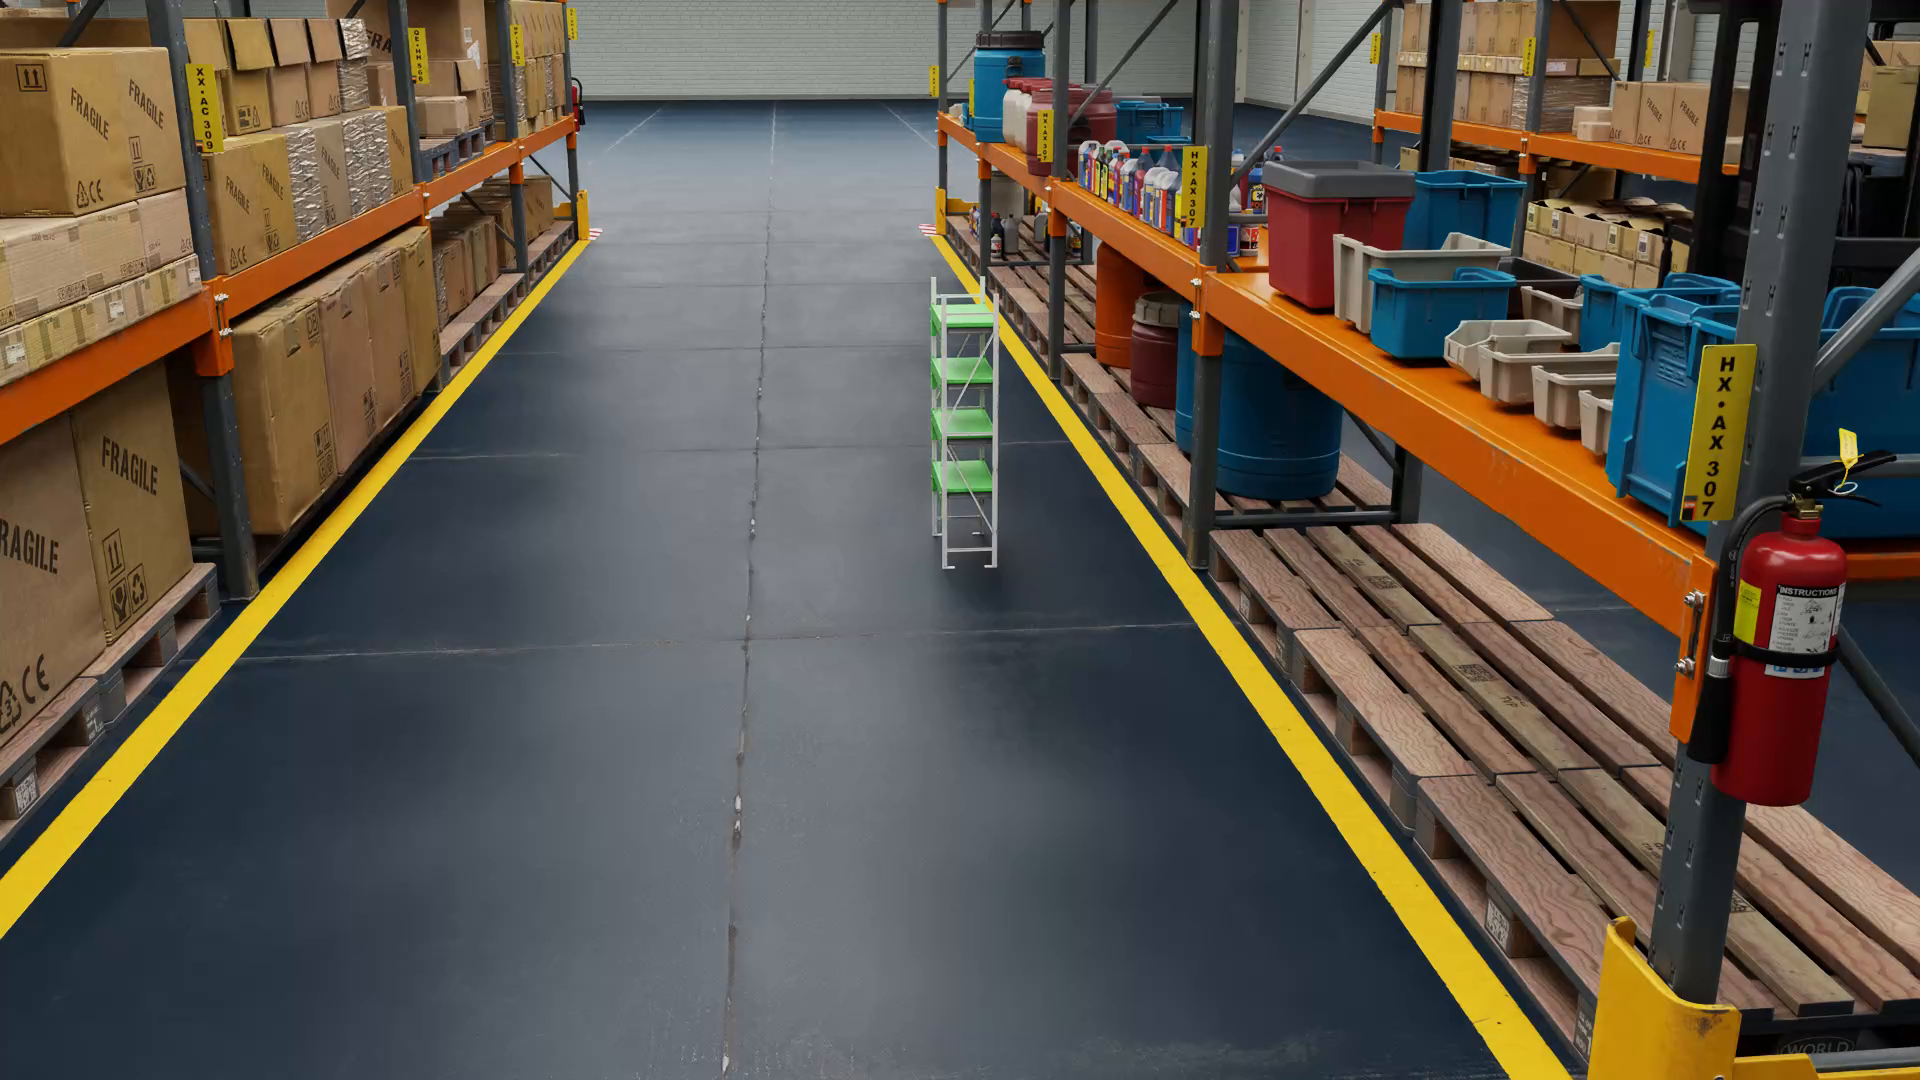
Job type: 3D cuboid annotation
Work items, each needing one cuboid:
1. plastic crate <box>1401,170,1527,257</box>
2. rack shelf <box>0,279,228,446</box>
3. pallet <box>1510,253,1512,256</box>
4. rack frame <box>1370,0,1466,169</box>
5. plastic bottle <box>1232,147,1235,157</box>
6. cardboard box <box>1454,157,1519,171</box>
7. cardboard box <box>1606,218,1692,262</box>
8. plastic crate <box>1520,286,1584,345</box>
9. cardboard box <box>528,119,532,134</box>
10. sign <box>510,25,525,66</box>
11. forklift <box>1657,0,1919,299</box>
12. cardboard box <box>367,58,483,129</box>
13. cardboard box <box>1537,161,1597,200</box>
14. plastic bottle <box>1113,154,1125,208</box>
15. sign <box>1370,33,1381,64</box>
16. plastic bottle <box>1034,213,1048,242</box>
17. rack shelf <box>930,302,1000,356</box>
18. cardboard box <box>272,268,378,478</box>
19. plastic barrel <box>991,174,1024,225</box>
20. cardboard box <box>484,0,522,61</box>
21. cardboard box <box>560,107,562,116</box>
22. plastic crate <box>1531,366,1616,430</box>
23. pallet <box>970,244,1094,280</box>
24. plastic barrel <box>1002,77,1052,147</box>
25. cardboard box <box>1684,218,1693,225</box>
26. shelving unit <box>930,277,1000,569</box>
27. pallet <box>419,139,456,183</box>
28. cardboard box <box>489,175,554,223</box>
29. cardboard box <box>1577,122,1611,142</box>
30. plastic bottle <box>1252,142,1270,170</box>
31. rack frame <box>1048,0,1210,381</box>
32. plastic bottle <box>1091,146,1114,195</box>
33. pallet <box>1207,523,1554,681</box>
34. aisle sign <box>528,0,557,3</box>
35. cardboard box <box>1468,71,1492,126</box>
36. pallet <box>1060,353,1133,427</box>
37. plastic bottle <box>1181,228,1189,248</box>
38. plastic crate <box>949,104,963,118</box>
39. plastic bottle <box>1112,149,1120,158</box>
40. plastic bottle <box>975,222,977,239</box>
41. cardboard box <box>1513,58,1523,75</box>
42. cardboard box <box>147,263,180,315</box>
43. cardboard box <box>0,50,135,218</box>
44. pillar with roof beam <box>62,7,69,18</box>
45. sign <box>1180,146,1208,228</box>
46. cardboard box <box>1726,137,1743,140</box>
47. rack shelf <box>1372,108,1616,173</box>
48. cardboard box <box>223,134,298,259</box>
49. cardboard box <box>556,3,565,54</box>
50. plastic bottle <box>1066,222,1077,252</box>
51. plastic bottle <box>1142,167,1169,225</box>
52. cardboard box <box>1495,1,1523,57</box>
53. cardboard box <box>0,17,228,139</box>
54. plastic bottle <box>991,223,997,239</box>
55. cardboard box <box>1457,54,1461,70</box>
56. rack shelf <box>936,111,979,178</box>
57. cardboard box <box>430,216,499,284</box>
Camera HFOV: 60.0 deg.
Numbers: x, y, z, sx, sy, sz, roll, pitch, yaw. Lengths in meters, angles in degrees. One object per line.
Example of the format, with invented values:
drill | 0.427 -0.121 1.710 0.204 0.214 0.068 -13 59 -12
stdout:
plastic crate | 1.891 -1.219 6.480 0.392 0.384 0.575 -2 18 -6
rack shelf | -3.217 -0.235 4.618 1.077 0.370 4.000 -2 18 -6
pallet | 5.565 -2.770 16.148 1.003 0.211 1.213 -2 18 -6
rack frame | 5.193 -5.054 18.768 1.000 3.000 0.127 -2 18 -6
plastic bottle | 1.595 -2.188 9.854 0.097 0.271 0.097 0 17 0
cardboard box | 5.245 -3.538 16.577 0.500 0.500 0.500 -2 18 -6
cardboard box | 5.561 -2.430 13.361 0.500 0.311 0.500 -1 17 -4
plastic crate | 1.982 -0.720 5.304 0.293 0.136 0.466 -2 18 -6
cardboard box | -4.072 -3.734 14.981 0.380 0.149 0.250 -2 18 -6
sign | -3.696 -4.128 13.885 0.100 0.325 0.005 -2 18 -6
forklift | 3.965 -1.590 7.849 1.130 2.935 3.031 2 18 6
cardboard box | -3.977 -3.293 12.286 0.797 0.503 0.637 0 17 0
cardboard box | 5.810 -3.405 16.153 0.500 0.500 0.500 -2 18 -6
plastic bottle | 0.888 -1.978 9.166 0.061 0.283 0.133 -2 18 -6
sign | 4.641 -5.490 18.577 0.100 0.325 0.005 -2 18 -6
plastic bottle | 0.800 -3.045 16.181 0.152 0.276 0.135 -2 18 -6
rack shelf | 0.017 -0.920 7.216 0.258 0.148 0.480 -2 18 -6
cardboard box | -3.602 -0.817 8.117 1.225 0.875 0.875 -2 18 -8
plastic barrel | 0.462 -3.573 17.501 0.421 0.512 0.421 0 17 0
cardboard box | -4.042 -4.366 14.243 0.500 0.500 0.500 -2 18 -6
cardboard box | -4.426 -4.551 17.584 0.380 0.149 0.250 -2 18 -6
plastic crate | 1.636 -0.362 4.163 0.396 0.136 0.243 -2 18 -6
pallet | 0.651 -2.581 15.547 1.003 0.211 1.213 -2 18 -6
plastic barrel | 0.559 -3.483 13.538 0.433 0.535 0.433 0 17 0
cardboard box | 6.090 -2.453 13.437 0.500 0.311 0.500 -2 18 -6
shelving unit | 0.017 -0.523 7.340 0.258 1.200 0.503 -2 18 -6
pallet | -4.015 -2.483 10.899 1.213 0.211 1.003 -2 18 -6
cardboard box | -4.613 -3.570 17.514 0.500 0.500 0.500 1 17 5
cardboard box | 5.494 -3.472 14.149 0.380 0.149 0.250 -2 18 -6
plastic bottle | 1.650 -1.999 9.118 0.144 0.351 0.185 -2 18 -6
rack frame | 1.091 -2.519 10.692 1.000 3.000 0.127 -2 18 -6
plastic bottle | 0.862 -2.183 9.829 0.152 0.276 0.135 -2 18 -6
pallet | 1.618 0.221 6.620 1.003 0.211 1.213 -2 18 -6
aisle sign | -4.369 -6.017 17.496 0.394 0.787 0.004 -2 18 -6
cardboard box | 5.445 -4.349 16.354 0.700 0.500 0.500 -2 17 -5
pallet | 1.214 -0.955 10.366 1.003 0.211 1.213 -2 18 -6
plastic bottle | 1.104 -1.484 7.604 0.152 0.276 0.135 -2 18 -6
plastic crate | 0.038 -4.500 17.443 0.298 0.136 0.250 -2 18 -6
plastic bottle | 0.907 -2.147 9.723 0.097 0.271 0.097 0 17 0
plastic bottle | 0.199 -3.066 16.372 0.097 0.201 0.097 0 17 0
cardboard box | 5.341 -4.368 15.332 0.380 0.149 0.250 -2 18 -7
cardboard box | -3.039 -0.897 5.944 0.380 0.149 0.250 -1 17 -5
cardboard box | -3.062 -1.324 5.388 0.500 0.500 0.500 -2 18 -5
pillar with roof beam | -19.091 -15.987 43.575 9.100 9.000 0.400 -2 18 -6
sign | 0.956 -1.443 6.802 0.100 0.325 0.005 -2 18 -6
cardboard box | 5.831 -2.929 12.418 0.380 0.149 0.250 0 17 -2
rack shelf | 5.400 -4.115 16.978 1.077 0.370 4.000 -2 18 -6
cardboard box | -3.274 -1.516 7.332 0.500 0.500 0.500 -2 18 -6
cardboard box | -4.358 -5.260 17.090 0.500 0.500 0.500 -2 18 -6
plastic bottle | 1.021 -2.825 15.480 0.152 0.276 0.135 -1 17 -4
plastic bottle | 1.014 -1.744 8.430 0.152 0.276 0.135 -2 18 -6
cardboard box | 5.500 -4.812 15.663 0.700 0.500 0.500 -2 18 -6
cardboard box | -3.497 -1.890 6.849 0.797 0.503 0.637 -2 18 -7
plastic bottle | 0.301 -2.758 15.253 0.061 0.283 0.133 -1 17 -3
cardboard box | 5.177 -4.830 16.803 0.380 0.149 0.250 -2 18 -5
rack shelf | 0.472 -3.963 16.494 1.077 0.370 4.000 -2 18 -6
cardboard box | -4.206 -2.391 13.724 0.700 0.500 0.500 -3 18 -10
